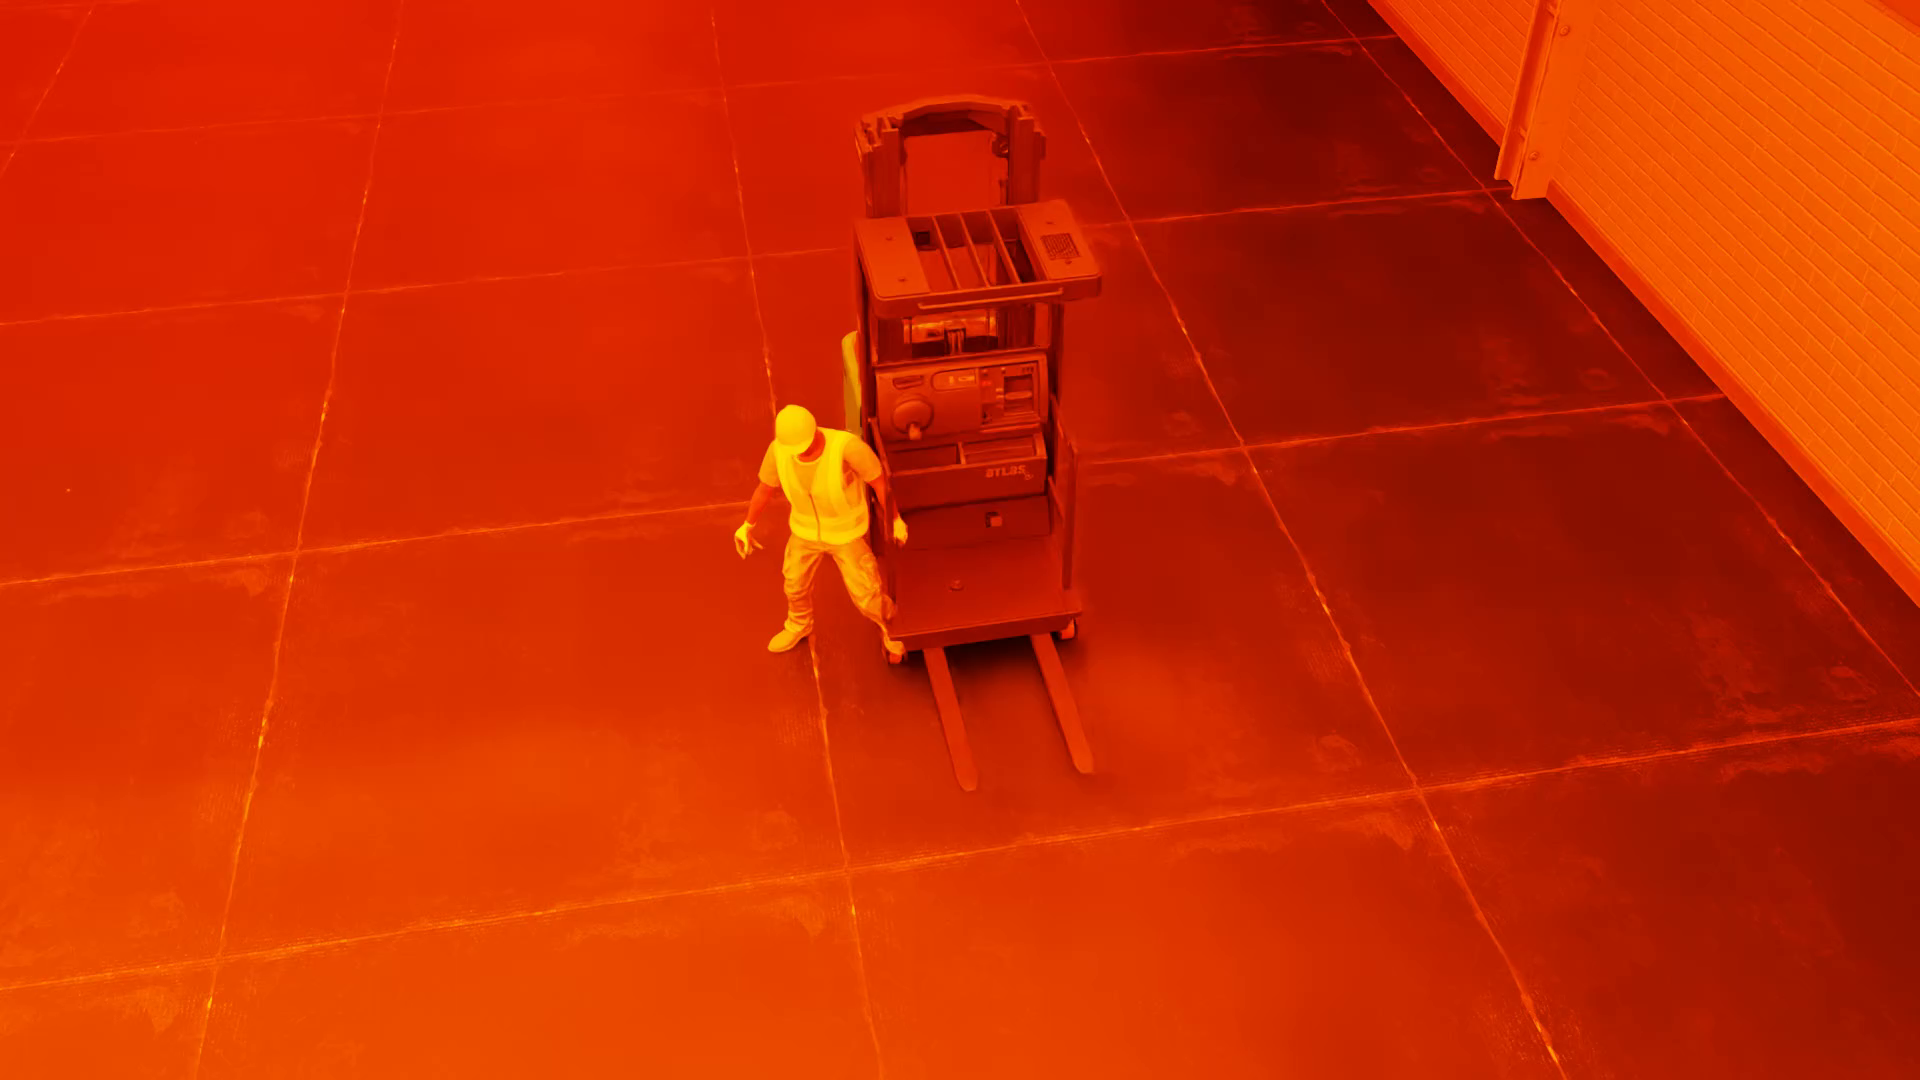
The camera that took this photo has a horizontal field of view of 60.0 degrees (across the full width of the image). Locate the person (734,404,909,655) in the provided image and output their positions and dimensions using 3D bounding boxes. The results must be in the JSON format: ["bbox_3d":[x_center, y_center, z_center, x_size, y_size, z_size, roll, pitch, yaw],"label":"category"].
[{"bbox_3d":[-0.740,-0.021,8.910,0.937,1.733,0.450,10,41,12],"label":"person"}]

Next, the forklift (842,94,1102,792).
[{"bbox_3d":[0.059,-0.684,8.762,1.130,2.935,3.031,-7,41,-9],"label":"forklift"}]
